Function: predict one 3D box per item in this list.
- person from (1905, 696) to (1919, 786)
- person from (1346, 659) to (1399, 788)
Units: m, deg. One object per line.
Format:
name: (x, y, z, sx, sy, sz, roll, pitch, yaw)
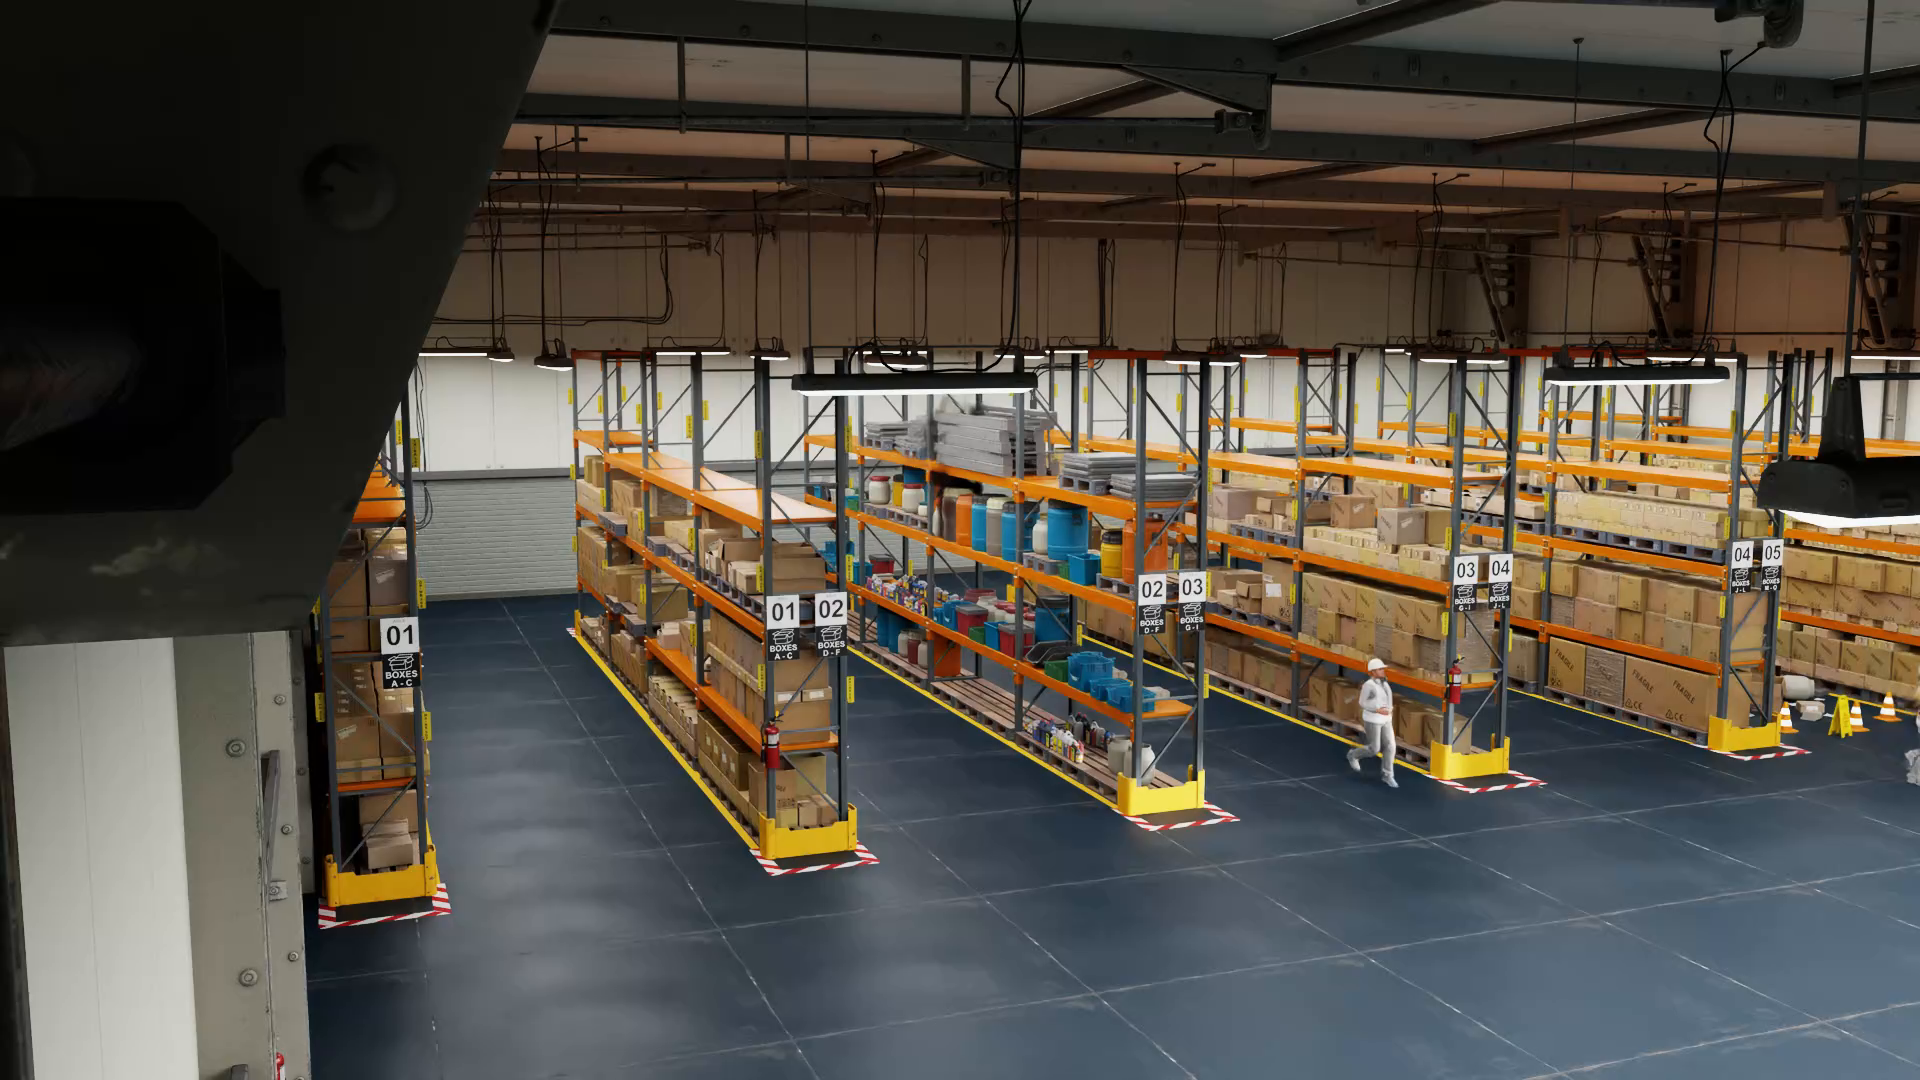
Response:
person: (13.630, 2.594, 23.295, 0.647, 1.723, 0.729, 6, 9, 38)
person: (5.864, 2.559, 23.488, 0.690, 1.794, 0.871, -6, 9, -40)
